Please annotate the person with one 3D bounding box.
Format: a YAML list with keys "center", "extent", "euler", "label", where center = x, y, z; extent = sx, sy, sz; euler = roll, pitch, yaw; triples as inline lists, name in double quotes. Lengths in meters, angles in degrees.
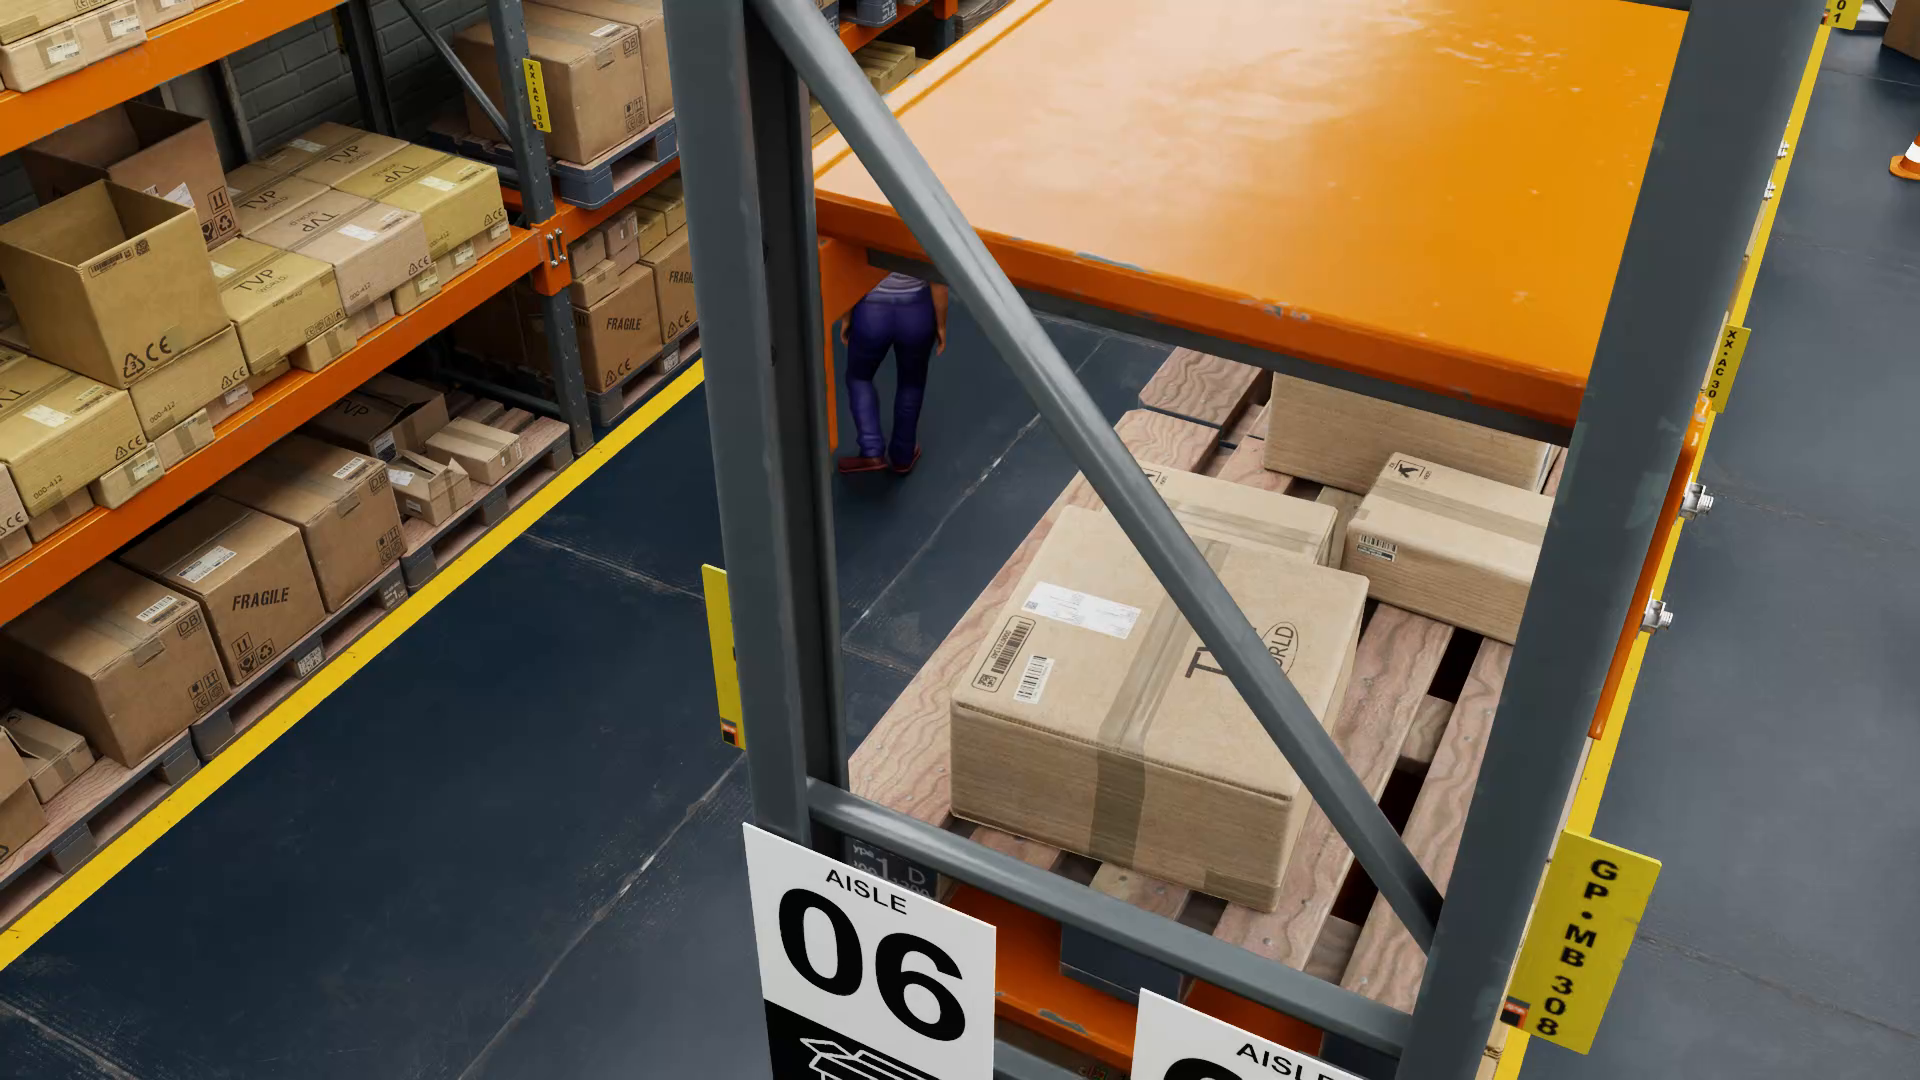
- center: [-0.332, -1.002, 7.941]
  extent: [0.561, 1.641, 0.531]
  euler: [0, 38, 0]
  label: "person"
